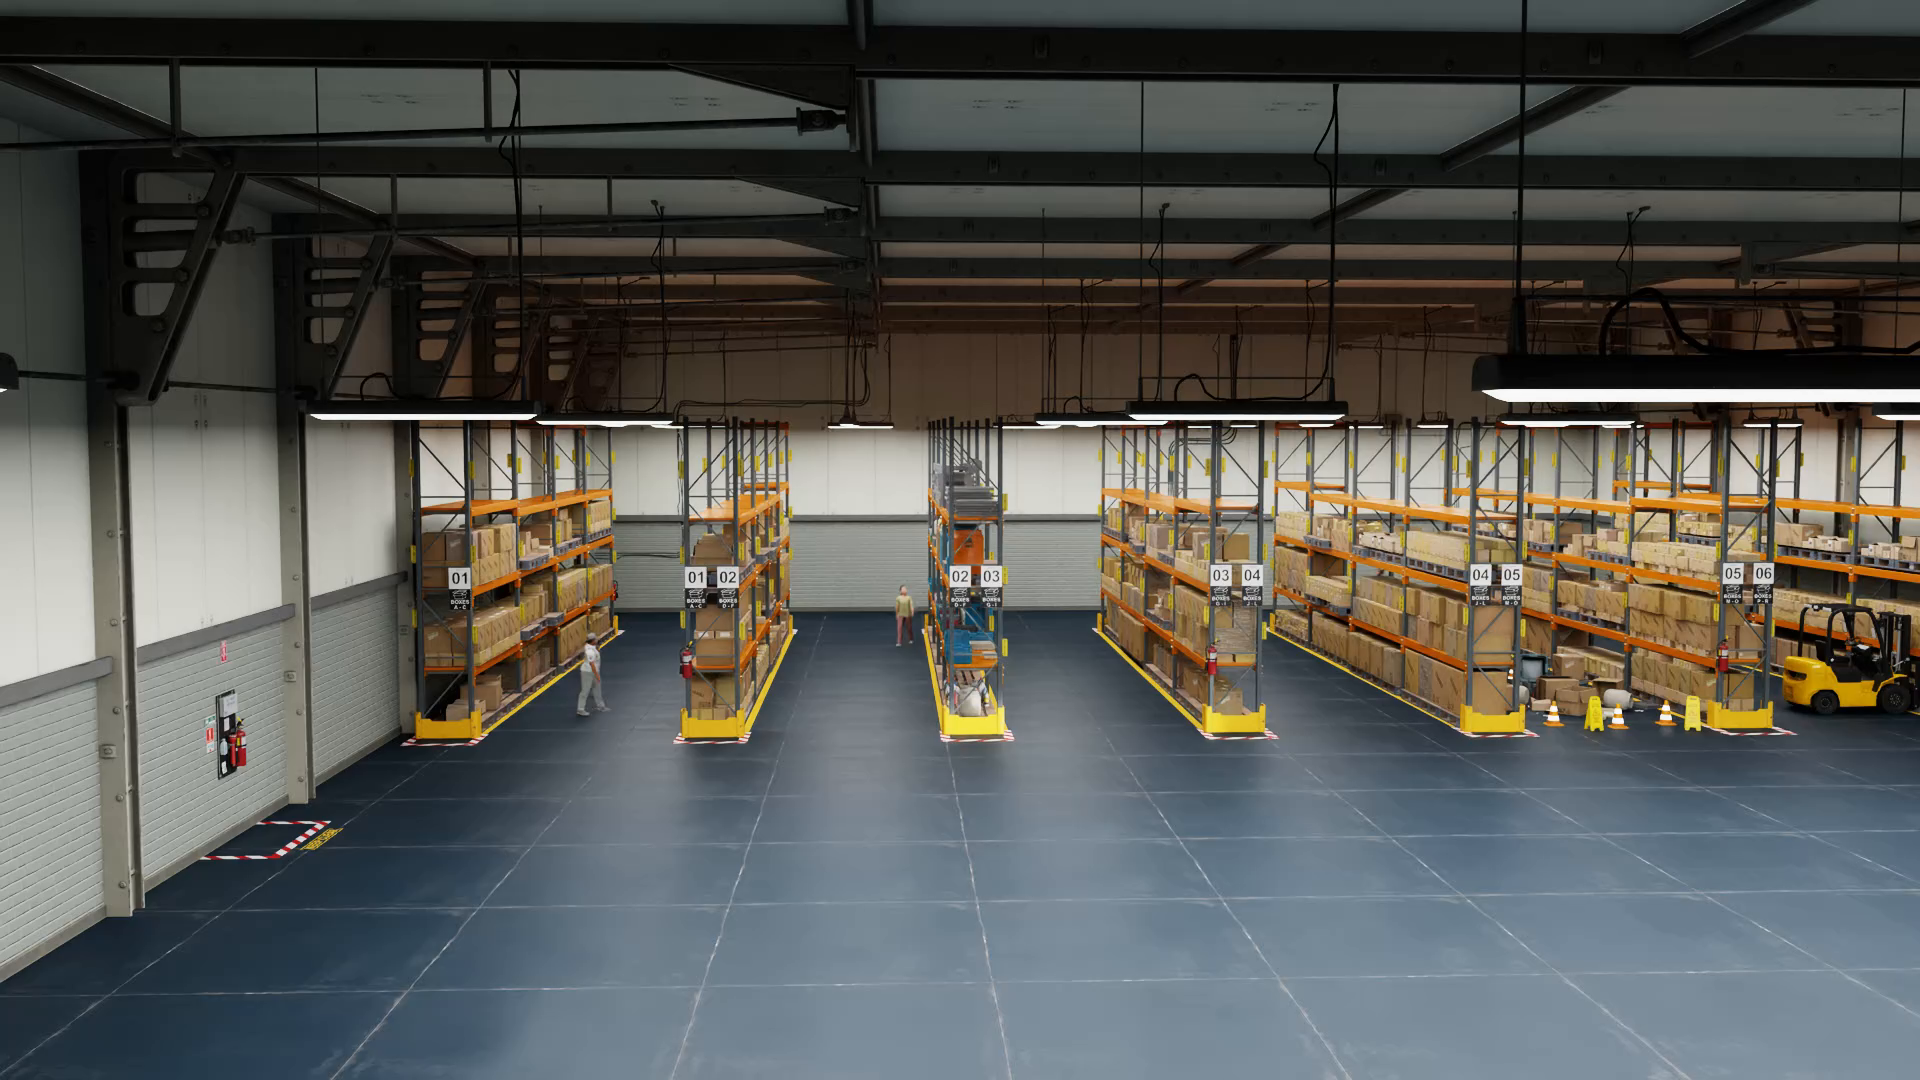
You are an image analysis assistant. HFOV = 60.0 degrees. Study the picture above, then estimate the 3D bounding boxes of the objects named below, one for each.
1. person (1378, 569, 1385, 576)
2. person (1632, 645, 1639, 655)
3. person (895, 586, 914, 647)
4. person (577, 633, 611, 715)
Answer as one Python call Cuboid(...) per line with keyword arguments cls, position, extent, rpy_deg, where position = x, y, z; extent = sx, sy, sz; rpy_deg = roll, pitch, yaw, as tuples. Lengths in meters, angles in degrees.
Cuboid(cls="person", position=(12.781, 1.656, 50.221), extent=(0.493, 1.609, 0.337), rpy_deg=(1, 4, 15))
Cuboid(cls="person", position=(16.572, 2.214, 40.887), extent=(0.544, 1.703, 0.738), rpy_deg=(0, 4, -6))
Cuboid(cls="person", position=(-1.461, 2.030, 44.162), extent=(0.558, 1.590, 1.016), rpy_deg=(1, 4, 13))
Cuboid(cls="person", position=(-7.448, 2.700, 33.750), extent=(0.605, 1.666, 0.684), rpy_deg=(0, 4, -1))
